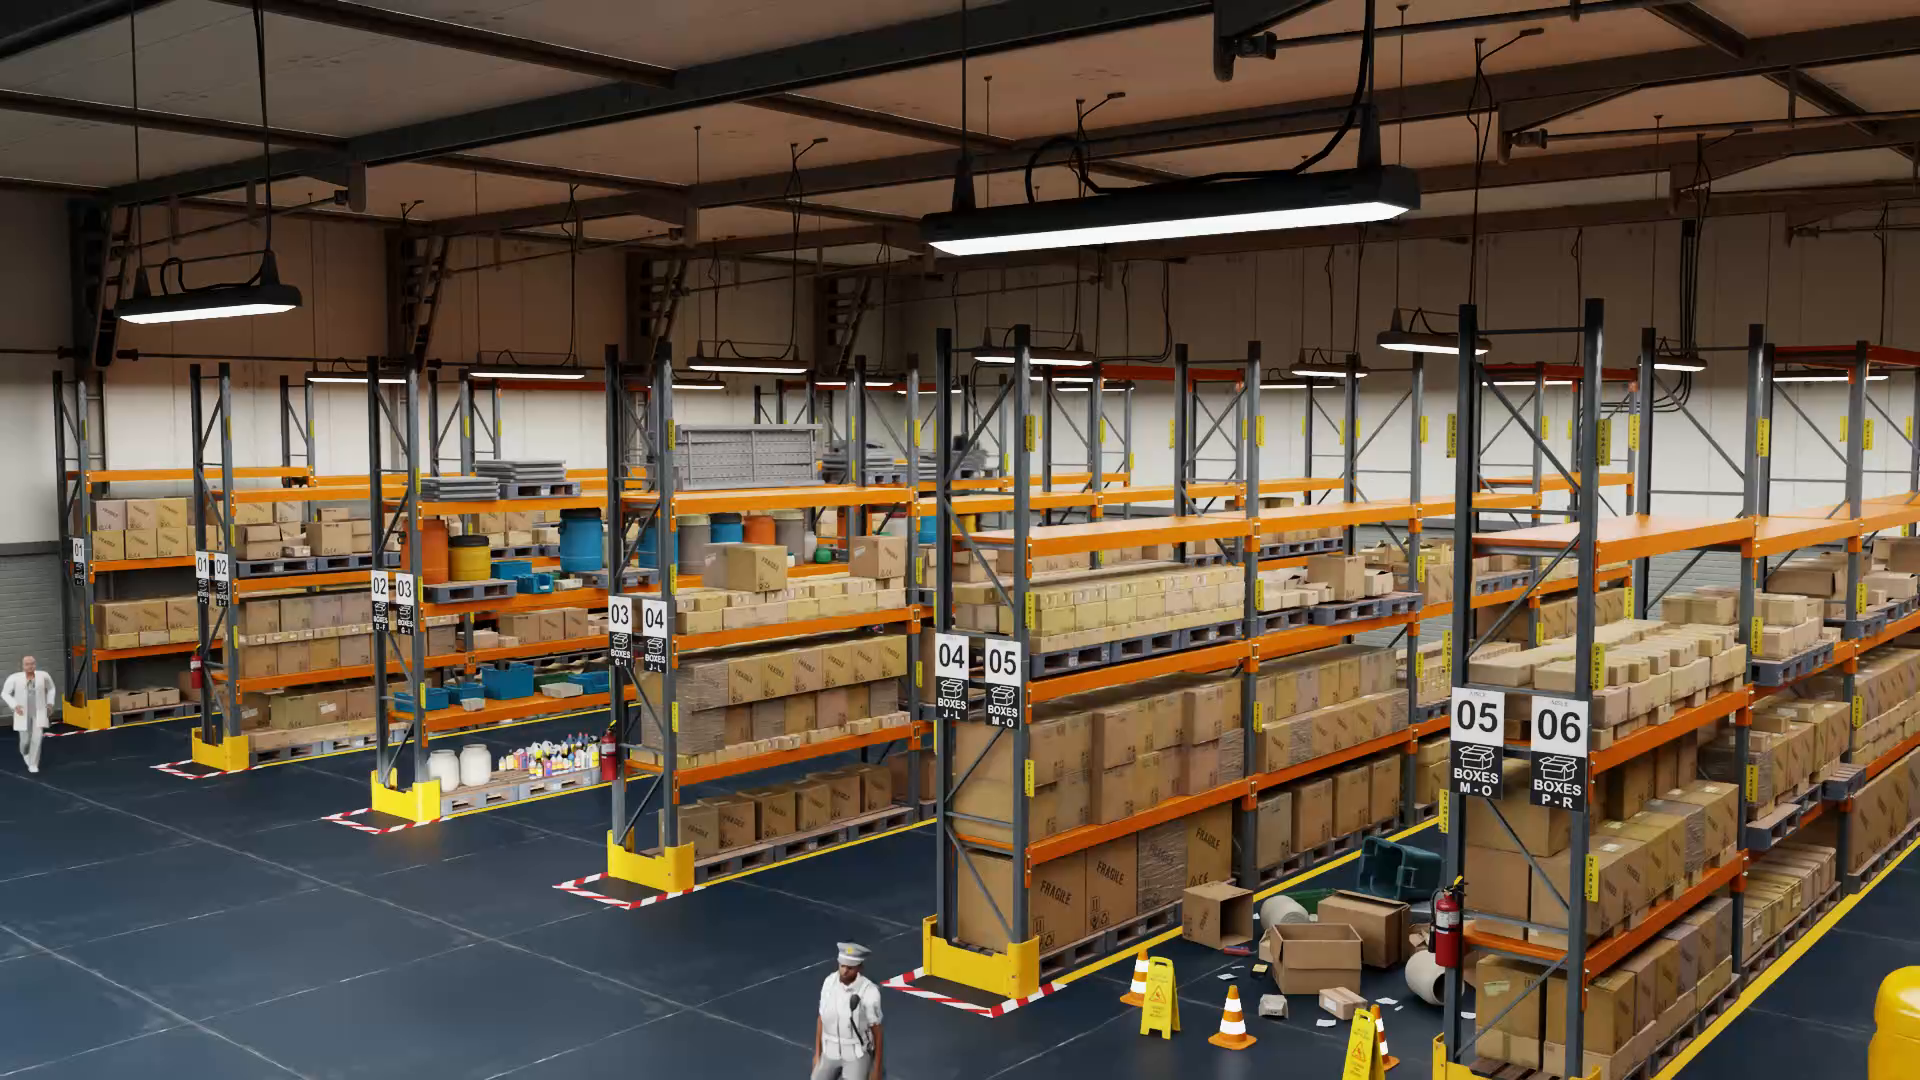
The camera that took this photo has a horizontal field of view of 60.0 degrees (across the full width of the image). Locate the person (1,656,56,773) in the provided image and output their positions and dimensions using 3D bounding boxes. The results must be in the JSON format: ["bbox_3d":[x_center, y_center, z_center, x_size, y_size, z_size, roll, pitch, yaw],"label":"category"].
[{"bbox_3d":[-13.694,2.548,24.475,0.709,1.725,0.750,-3,5,-32],"label":"person"}]

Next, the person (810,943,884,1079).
[{"bbox_3d":[-0.827,3.512,11.501,0.727,1.615,0.531,2,4,23],"label":"person"}]
